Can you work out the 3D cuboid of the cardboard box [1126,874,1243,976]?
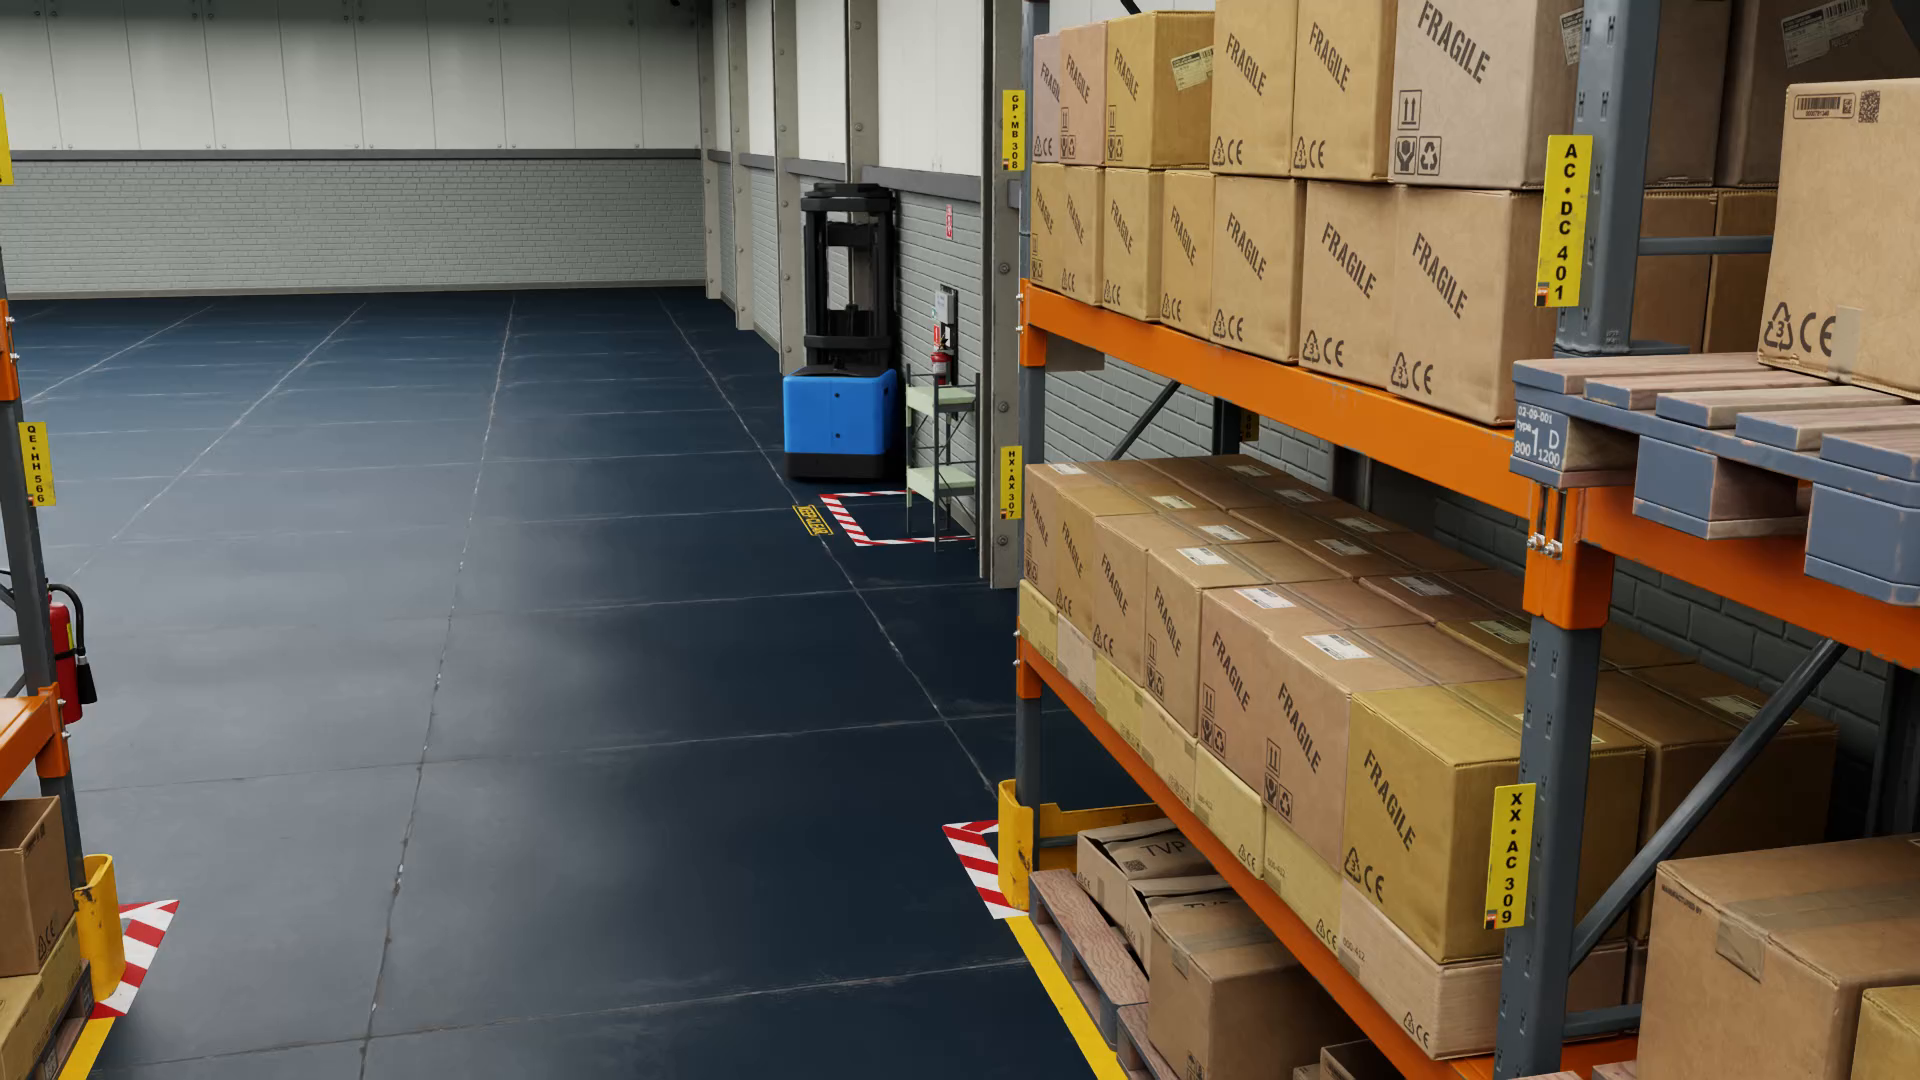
[{"bbox_3d":[0.965,1.527,6.595,0.500,0.311,0.500,-2,14,-9],"label":"cardboard box"}]

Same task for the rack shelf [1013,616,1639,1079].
[{"bbox_3d":[1.226,0.949,5.737,1.077,0.370,4.000,-3,14,-13],"label":"rack shelf"}]

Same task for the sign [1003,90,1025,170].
[{"bbox_3d":[0.229,-1.713,6.956,0.100,0.325,0.005,-3,14,-13],"label":"sign"}]

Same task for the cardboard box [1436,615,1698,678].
[{"bbox_3d":[1.670,0.521,4.670,0.500,0.500,0.500,-3,14,-13],"label":"cardboard box"}]

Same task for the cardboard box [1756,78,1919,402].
[{"bbox_3d":[1.746,-0.518,2.811,0.500,0.500,0.500,-1,14,-5],"label":"cardboard box"}]

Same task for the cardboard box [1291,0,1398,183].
[{"bbox_3d":[1.175,-1.167,4.203,0.500,0.500,0.500,-3,14,-10],"label":"cardboard box"}]

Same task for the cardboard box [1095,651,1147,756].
[{"bbox_3d":[0.812,0.569,6.053,0.500,0.250,0.500,-4,14,-14],"label":"cardboard box"}]

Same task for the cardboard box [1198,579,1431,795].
[{"bbox_3d":[1.053,0.437,5.013,0.500,0.500,0.500,-4,14,-15],"label":"cardboard box"}]

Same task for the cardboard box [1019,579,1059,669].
[{"bbox_3d":[0.562,0.332,7.022,0.500,0.250,0.500,-4,14,-15],"label":"cardboard box"}]

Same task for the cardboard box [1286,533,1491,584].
[{"bbox_3d":[1.426,0.286,5.629,0.500,0.500,0.500,-3,14,-12],"label":"cardboard box"}]

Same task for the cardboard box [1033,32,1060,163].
[{"bbox_3d":[0.611,-1.760,6.632,0.500,0.500,0.500,-4,14,-17],"label":"cardboard box"}]

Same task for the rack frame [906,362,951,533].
[{"bbox_3d":[-0.274,-0.805,14.563,0.400,1.500,0.023,-5,15,-19],"label":"rack frame"}]

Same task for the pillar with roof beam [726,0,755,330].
[{"bbox_3d":[-8.060,-7.959,28.044,9.100,9.000,0.400,-3,14,-13],"label":"pillar with roof beam"}]

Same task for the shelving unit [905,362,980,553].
[{"bbox_3d":[-0.149,-0.724,14.229,0.431,1.500,0.755,-5,15,-19],"label":"shelving unit"}]

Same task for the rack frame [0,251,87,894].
[{"bbox_3d":[-4.058,0.415,6.406,1.000,3.000,0.127,-3,14,-13],"label":"rack frame"}]

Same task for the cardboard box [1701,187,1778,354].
[{"bbox_3d":[1.826,-0.581,3.913,0.500,0.500,0.500,-3,14,-11],"label":"cardboard box"}]

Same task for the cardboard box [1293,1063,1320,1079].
[{"bbox_3d":[1.339,1.862,5.564,0.380,0.149,0.250,-4,14,-18],"label":"cardboard box"}]

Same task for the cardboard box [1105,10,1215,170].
[{"bbox_3d":[0.810,-1.524,5.665,0.500,0.500,0.500,-3,14,-12],"label":"cardboard box"}]

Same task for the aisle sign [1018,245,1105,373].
[{"bbox_3d":[0.448,-1.124,7.231,0.394,0.787,0.004,-3,14,-13],"label":"aisle sign"}]

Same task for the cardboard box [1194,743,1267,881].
[{"bbox_3d":[1.048,0.801,5.100,0.500,0.250,0.500,-3,14,-13],"label":"cardboard box"}]

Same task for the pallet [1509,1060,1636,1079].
[{"bbox_3d":[1.734,1.339,3.031,1.003,0.211,1.213,-3,14,-13],"label":"pallet"}]

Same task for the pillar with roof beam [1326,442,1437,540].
[{"bbox_3d":[-2.423,-2.423,5.382,9.100,9.000,0.400,-3,14,-13],"label":"pillar with roof beam"}]

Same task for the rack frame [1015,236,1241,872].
[{"bbox_3d":[0.756,0.139,7.540,1.000,3.000,0.127,-3,14,-13],"label":"rack frame"}]

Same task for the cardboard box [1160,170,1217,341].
[{"bbox_3d":[0.955,-0.918,5.291,0.500,0.500,0.500,-2,14,-10],"label":"cardboard box"}]

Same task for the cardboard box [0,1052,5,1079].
[{"bbox_3d":[-3.397,1.884,5.303,0.500,0.250,0.500,-3,14,-13],"label":"cardboard box"}]

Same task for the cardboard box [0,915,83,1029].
[{"bbox_3d":[-3.645,1.654,6.244,0.500,0.250,0.500,-3,14,-13],"label":"cardboard box"}]

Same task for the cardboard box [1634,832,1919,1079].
[{"bbox_3d":[1.782,0.918,3.210,0.700,0.500,0.500,-3,14,-13],"label":"cardboard box"}]

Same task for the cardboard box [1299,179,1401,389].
[{"bbox_3d":[1.230,-0.674,4.293,0.500,0.500,0.500,-5,14,-18],"label":"cardboard box"}]

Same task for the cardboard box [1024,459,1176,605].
[{"bbox_3d":[0.576,-0.036,6.947,0.500,0.500,0.500,-3,14,-13],"label":"cardboard box"}]

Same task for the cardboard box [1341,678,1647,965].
[{"bbox_3d":[1.284,0.668,4.065,0.500,0.500,0.500,-3,14,-13],"label":"cardboard box"}]

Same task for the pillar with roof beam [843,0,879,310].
[{"bbox_3d":[-5.241,-5.191,16.713,9.100,9.000,0.400,-3,14,-13],"label":"pillar with roof beam"}]

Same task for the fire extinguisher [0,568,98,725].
[{"bbox_3d":[-3.634,0.400,6.633,0.296,0.674,0.183,-3,14,-13],"label":"fire extinguisher"}]

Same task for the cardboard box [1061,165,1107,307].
[{"bbox_3d":[0.683,-1.160,6.281,0.500,0.500,0.500,-2,14,-9],"label":"cardboard box"}]

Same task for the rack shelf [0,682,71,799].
[{"bbox_3d":[-3.588,1.226,4.603,1.077,0.370,4.000,-3,14,-13],"label":"rack shelf"}]

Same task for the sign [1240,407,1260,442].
[{"bbox_3d":[1.300,-0.604,7.473,0.100,0.325,0.005,-3,14,-13],"label":"sign"}]

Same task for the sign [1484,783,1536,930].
[{"bbox_3d":[1.170,0.673,3.529,0.100,0.325,0.005,-3,14,-13],"label":"sign"}]

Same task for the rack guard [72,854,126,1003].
[{"bbox_3d":[-4.064,1.624,6.725,1.175,0.500,0.348,-3,14,-13],"label":"rack guard"}]

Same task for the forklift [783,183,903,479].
[{"bbox_3d":[-1.053,-2.337,17.815,1.130,2.935,3.031,2,14,8],"label":"forklift"}]

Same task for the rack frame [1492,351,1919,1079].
[{"bbox_3d":[1.696,1.061,3.763,1.000,3.000,0.127,-3,14,-13],"label":"rack frame"}]

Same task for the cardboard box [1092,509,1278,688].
[{"bbox_3d":[0.798,0.198,5.989,0.500,0.500,0.500,-4,14,-15],"label":"cardboard box"}]

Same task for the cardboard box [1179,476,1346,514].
[{"bbox_3d":[1.182,0.051,6.592,0.500,0.500,0.500,-3,14,-12],"label":"cardboard box"}]

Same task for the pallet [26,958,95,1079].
[{"bbox_3d":[-3.838,1.944,6.024,1.003,0.211,1.213,-3,14,-13],"label":"pallet"}]

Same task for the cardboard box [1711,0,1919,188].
[{"bbox_3d":[1.858,-1.069,3.802,0.500,0.500,0.500,-3,14,-12],"label":"cardboard box"}]

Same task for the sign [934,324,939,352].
[{"bbox_3d":[-0.221,-1.855,15.625,0.001,0.329,0.234,-3,14,-13],"label":"sign"}]

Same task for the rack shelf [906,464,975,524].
[{"bbox_3d":[-0.149,-0.407,14.306,0.431,0.370,0.720,-5,15,-19],"label":"rack shelf"}]

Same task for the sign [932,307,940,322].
[{"bbox_3d":[-0.228,-2.111,15.556,0.001,0.109,0.331,-3,14,-13],"label":"sign"}]

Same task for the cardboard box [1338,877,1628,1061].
[{"bbox_3d":[1.290,1.032,4.156,0.500,0.250,0.500,-3,14,-13],"label":"cardboard box"}]

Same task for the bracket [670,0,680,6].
[{"bbox_3d":[-6.283,-11.955,36.813,0.235,0.232,0.430,-3,14,-13],"label":"bracket"}]
